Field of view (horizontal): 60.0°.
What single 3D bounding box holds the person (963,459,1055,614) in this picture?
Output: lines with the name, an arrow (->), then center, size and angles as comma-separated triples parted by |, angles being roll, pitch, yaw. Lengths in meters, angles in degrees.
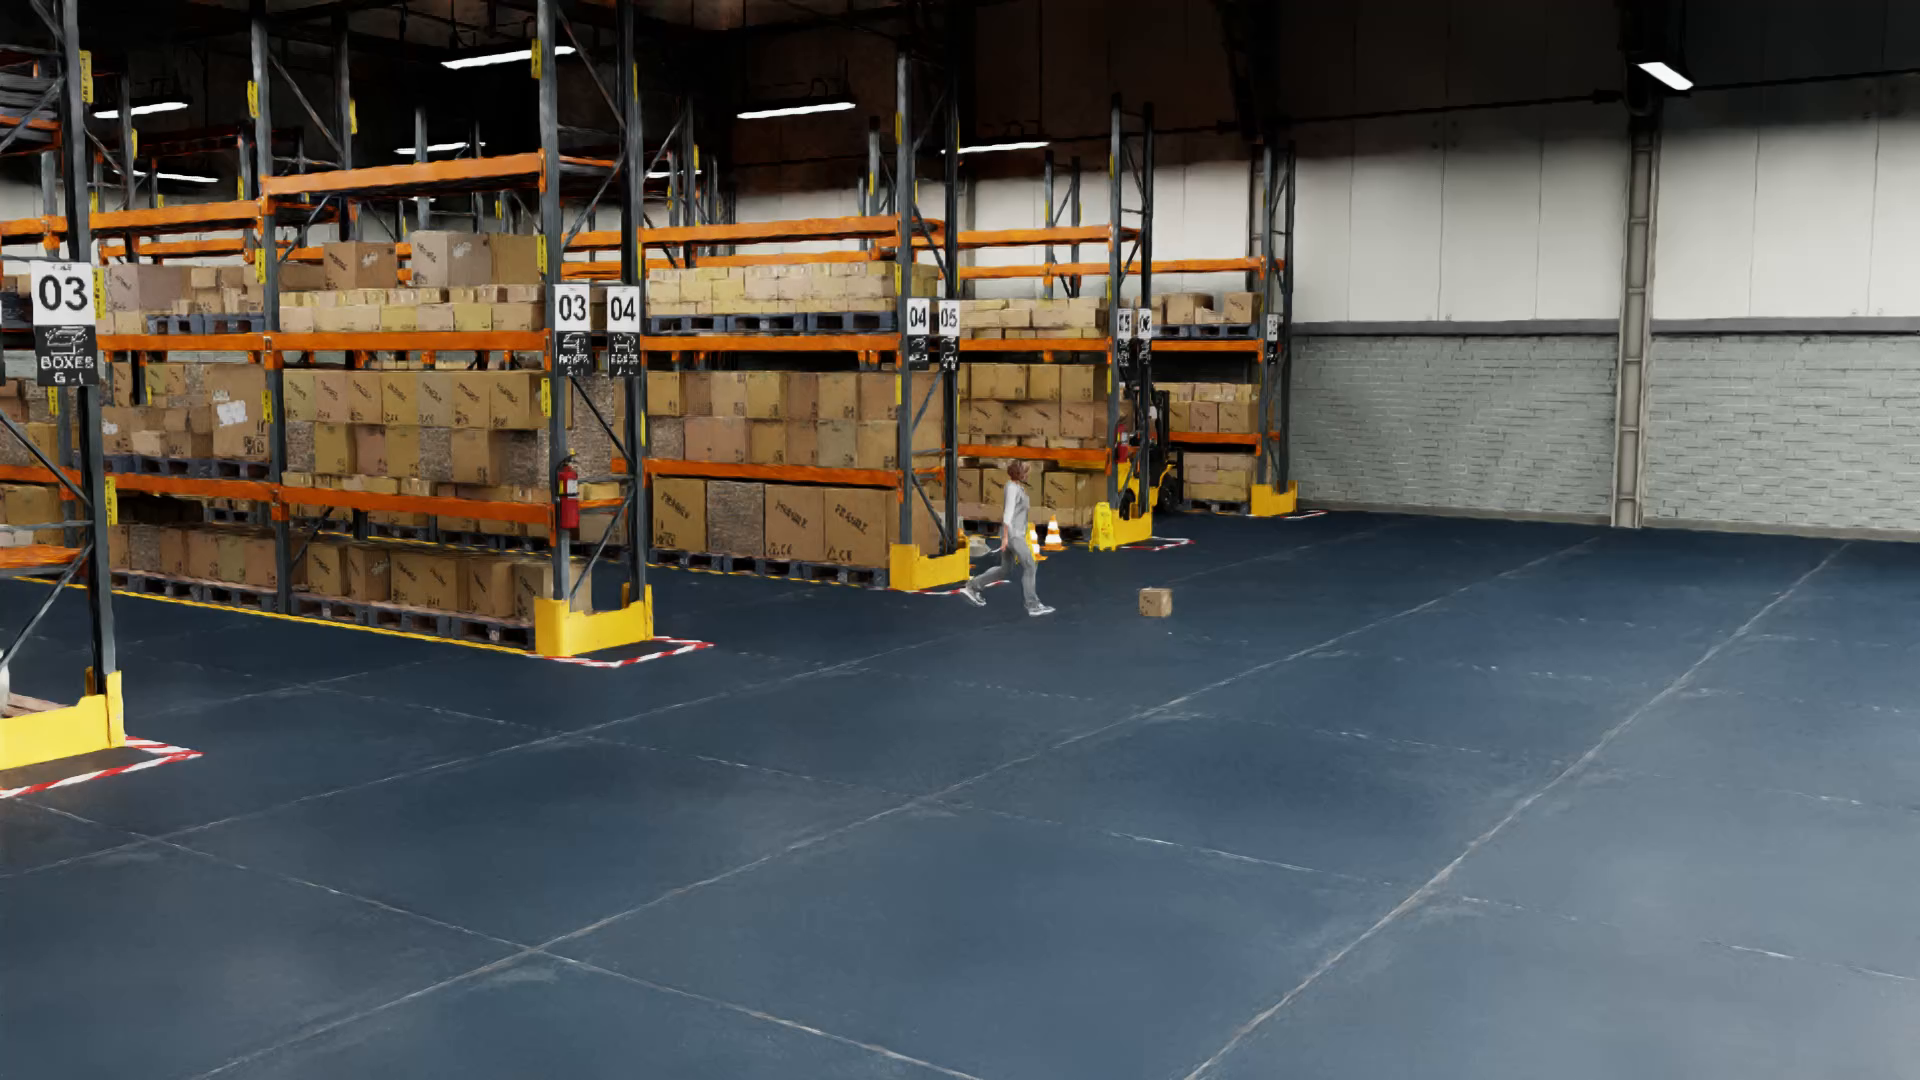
person -> 0.490, -0.038, 16.623 | 0.931, 1.547, 0.488 | 0, 7, 4
